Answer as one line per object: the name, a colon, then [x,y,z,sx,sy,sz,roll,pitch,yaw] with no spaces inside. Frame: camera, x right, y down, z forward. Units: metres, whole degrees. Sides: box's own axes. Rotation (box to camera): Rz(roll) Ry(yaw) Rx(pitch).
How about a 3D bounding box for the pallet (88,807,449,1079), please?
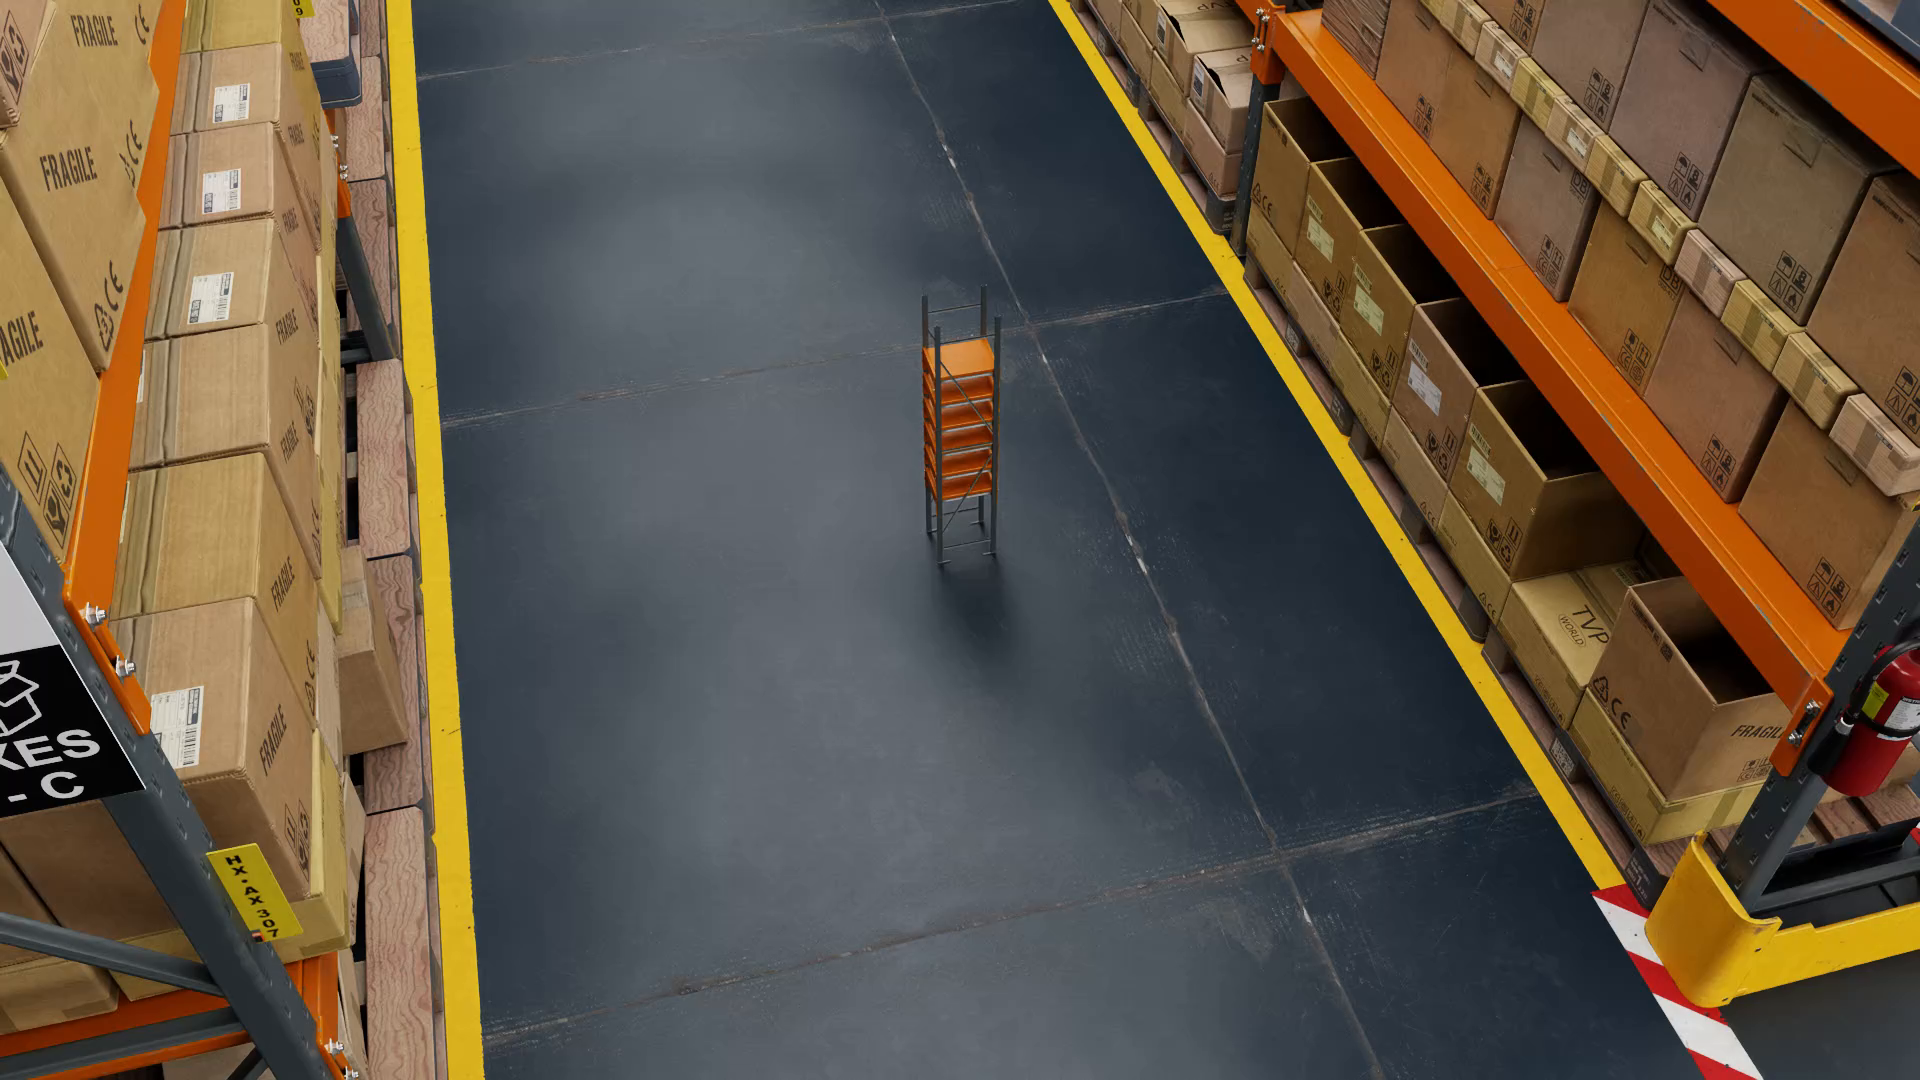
pallet: [-2.136,1.473,5.159,1.003,0.211,1.213,-11,47,-10]

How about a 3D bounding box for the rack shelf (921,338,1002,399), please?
rack shelf: [0.004,-0.631,6.086,0.258,0.103,0.180,-11,47,-10]

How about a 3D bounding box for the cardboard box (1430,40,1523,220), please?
cardboard box: [2.207,-1.573,6.122,0.700,0.500,0.500,-10,46,-10]

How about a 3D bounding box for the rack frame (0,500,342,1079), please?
rack frame: [-1.943,1.116,3.556,1.000,3.000,0.127,-11,47,-10]

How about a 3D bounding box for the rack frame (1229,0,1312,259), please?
rack frame: [1.821,-2.554,7.152,1.000,3.000,0.127,-11,47,-10]

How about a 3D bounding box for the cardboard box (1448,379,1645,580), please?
cardboard box: [2.150,-0.243,5.994,0.500,0.500,0.500,-11,47,-10]

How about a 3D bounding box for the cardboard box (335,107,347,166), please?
cardboard box: [-3.443,-2.137,8.186,0.700,0.500,0.500,-10,46,-10]

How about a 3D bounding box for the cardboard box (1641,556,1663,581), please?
cardboard box: [2.791,0.268,6.018,0.500,0.250,0.500,-11,47,-10]

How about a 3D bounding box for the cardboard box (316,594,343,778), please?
cardboard box: [-1.907,0.411,4.338,0.500,0.250,0.500,-12,47,-12]

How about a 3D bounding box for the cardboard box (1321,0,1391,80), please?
cardboard box: [1.941,-2.283,6.817,0.700,0.500,0.500,-12,47,-11]

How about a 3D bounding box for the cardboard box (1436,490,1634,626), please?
cardboard box: [2.153,0.019,6.262,0.500,0.250,0.500,-11,47,-10]

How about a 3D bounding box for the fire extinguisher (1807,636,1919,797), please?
fire extinguisher: [2.426,0.402,4.310,0.296,0.674,0.183,-11,47,-10]

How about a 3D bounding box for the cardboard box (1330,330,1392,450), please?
cardboard box: [1.893,-0.670,6.938,0.500,0.250,0.500,-11,47,-10]

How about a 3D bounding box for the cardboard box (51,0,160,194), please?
cardboard box: [-2.026,-0.987,3.433,0.500,0.500,0.500,-9,46,-8]

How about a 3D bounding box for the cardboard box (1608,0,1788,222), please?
cardboard box: [2.455,-1.352,4.997,0.700,0.500,0.500,-11,47,-10]

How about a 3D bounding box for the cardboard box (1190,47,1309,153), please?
cardboard box: [1.440,-2.162,8.007,0.500,0.311,0.500,-11,47,-10]

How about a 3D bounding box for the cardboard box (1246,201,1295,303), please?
cardboard box: [1.647,-1.363,7.616,0.500,0.250,0.500,-11,47,-10]

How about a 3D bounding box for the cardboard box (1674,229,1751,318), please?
cardboard box: [2.367,-0.814,4.923,0.380,0.149,0.250,-10,46,-10]

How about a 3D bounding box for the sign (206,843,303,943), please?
sign: [-1.418,0.714,3.344,0.100,0.325,0.005,-11,47,-10]

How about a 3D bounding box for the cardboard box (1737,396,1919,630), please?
cardboard box: [2.738,-0.152,4.728,0.700,0.500,0.500,-11,47,-10]

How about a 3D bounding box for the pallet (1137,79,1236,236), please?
pallet: [1.595,-2.079,8.640,1.003,0.211,1.213,-11,47,-10]

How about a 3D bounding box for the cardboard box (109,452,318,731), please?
cardboard box: [-1.891,0.172,4.047,0.500,0.500,0.500,-11,47,-10]

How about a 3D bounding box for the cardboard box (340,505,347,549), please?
cardboard box: [-2.662,-0.215,6.303,0.500,0.500,0.500,-14,47,-13]

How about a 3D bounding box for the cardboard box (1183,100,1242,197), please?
cardboard box: [1.435,-1.971,8.213,0.500,0.250,0.500,-11,47,-11]

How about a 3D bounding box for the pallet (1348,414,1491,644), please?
pallet: [2.300,-0.177,6.776,1.003,0.211,1.213,-11,47,-10]

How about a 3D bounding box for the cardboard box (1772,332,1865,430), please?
cardboard box: [2.495,-0.463,4.580,0.380,0.149,0.250,-10,46,-9]

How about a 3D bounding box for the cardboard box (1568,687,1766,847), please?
cardboard box: [2.422,0.707,5.588,0.500,0.250,0.500,-11,47,-10]

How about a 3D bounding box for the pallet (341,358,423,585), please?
pallet: [-2.760,-0.212,6.810,1.003,0.211,1.213,-11,47,-10]

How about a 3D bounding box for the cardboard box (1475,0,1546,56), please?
cardboard box: [2.199,-2.043,5.674,0.700,0.500,0.500,-11,47,-10]

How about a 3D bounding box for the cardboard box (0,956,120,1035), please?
cardboard box: [-2.250,0.875,3.884,0.500,0.250,0.500,-10,46,-10]

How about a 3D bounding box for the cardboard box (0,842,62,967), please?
cardboard box: [-2.269,0.613,3.615,0.500,0.500,0.500,-11,47,-11]

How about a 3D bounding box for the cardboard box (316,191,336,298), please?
cardboard box: [-2.433,-0.983,5.704,0.500,0.250,0.500,-11,47,-10]

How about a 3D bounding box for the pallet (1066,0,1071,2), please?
pallet: [0.970,-3.764,10.291,1.003,0.211,1.213,-11,47,-10]

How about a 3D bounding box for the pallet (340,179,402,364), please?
pallet: [-3.167,-1.206,7.785,1.003,0.211,1.213,-11,47,-10]

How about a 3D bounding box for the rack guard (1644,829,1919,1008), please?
rack guard: [2.851,1.100,5.322,1.175,0.500,0.348,-11,47,-10]

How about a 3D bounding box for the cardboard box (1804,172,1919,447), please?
cardboard box: [2.724,-0.642,4.301,0.700,0.500,0.500,-11,47,-10]

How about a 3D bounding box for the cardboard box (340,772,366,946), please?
cardboard box: [-2.179,1.016,5.229,0.500,0.311,0.500,-7,46,-7]

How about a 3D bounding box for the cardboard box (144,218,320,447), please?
cardboard box: [-2.161,-0.540,4.745,0.500,0.500,0.500,-9,46,-9]

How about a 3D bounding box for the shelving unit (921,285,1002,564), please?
shelving unit: [0.004,-0.410,6.312,0.258,1.200,0.189,-11,47,-10]

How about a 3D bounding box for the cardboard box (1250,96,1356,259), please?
cardboard box: [1.637,-1.623,7.347,0.500,0.500,0.500,-11,47,-10]

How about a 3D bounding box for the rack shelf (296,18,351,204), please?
rack shelf: [-3.479,-2.774,7.872,1.077,0.370,4.000,-11,47,-10]

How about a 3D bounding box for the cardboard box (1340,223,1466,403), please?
cardboard box: [1.893,-0.933,6.670,0.500,0.500,0.500,-11,47,-10]

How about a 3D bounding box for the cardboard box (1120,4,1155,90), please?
cardboard box: [1.175,-2.674,8.902,0.500,0.250,0.500,-10,46,-9]

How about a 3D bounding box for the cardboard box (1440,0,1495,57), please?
cardboard box: [1.965,-1.890,5.977,0.380,0.149,0.250,-12,47,-12]

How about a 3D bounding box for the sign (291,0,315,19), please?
sign: [-2.444,-2.053,6.055,0.100,0.325,0.005,-11,47,-10]

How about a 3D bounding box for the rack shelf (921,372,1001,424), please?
rack shelf: [0.004,-0.547,6.172,0.258,0.103,0.180,-11,47,-10]

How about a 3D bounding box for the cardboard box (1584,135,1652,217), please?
cardboard box: [2.230,-1.177,5.279,0.380,0.149,0.250,-10,46,-9]

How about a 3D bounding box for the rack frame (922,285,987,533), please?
rack frame: [-0.020,-0.473,6.374,0.240,1.200,0.006,-11,47,-10]

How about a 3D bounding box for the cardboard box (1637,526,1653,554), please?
cardboard box: [2.653,-0.338,6.087,0.500,0.500,0.500,-11,47,-10]

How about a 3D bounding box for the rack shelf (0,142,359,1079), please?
rack shelf: [-2.455,-0.013,5.166,1.077,0.370,4.000,-11,47,-10]

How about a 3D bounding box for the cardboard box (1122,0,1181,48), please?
cardboard box: [1.176,-2.865,8.696,0.500,0.311,0.500,-11,47,-10]

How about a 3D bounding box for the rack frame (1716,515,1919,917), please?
rack frame: [2.845,0.208,4.446,1.000,3.000,0.127,-11,47,-10]

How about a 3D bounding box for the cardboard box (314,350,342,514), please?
cardboard box: [-2.159,-0.291,5.026,0.500,0.250,0.500,-10,46,-10]

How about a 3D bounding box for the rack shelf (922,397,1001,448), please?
rack shelf: [0.004,-0.463,6.258,0.258,0.103,0.180,-11,47,-10]

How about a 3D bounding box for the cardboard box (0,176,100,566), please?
cardboard box: [-1.787,-0.252,2.713,0.500,0.500,0.500,-10,46,-9]

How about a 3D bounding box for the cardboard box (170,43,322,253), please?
cardboard box: [-2.413,-1.249,5.440,0.500,0.500,0.500,-11,47,-11]

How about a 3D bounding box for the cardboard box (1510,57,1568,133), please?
cardboard box: [2.103,-1.526,5.621,0.380,0.149,0.250,-11,47,-11]

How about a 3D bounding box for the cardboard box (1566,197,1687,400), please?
cardboard box: [2.477,-0.857,5.420,0.700,0.500,0.500,-10,46,-10]
